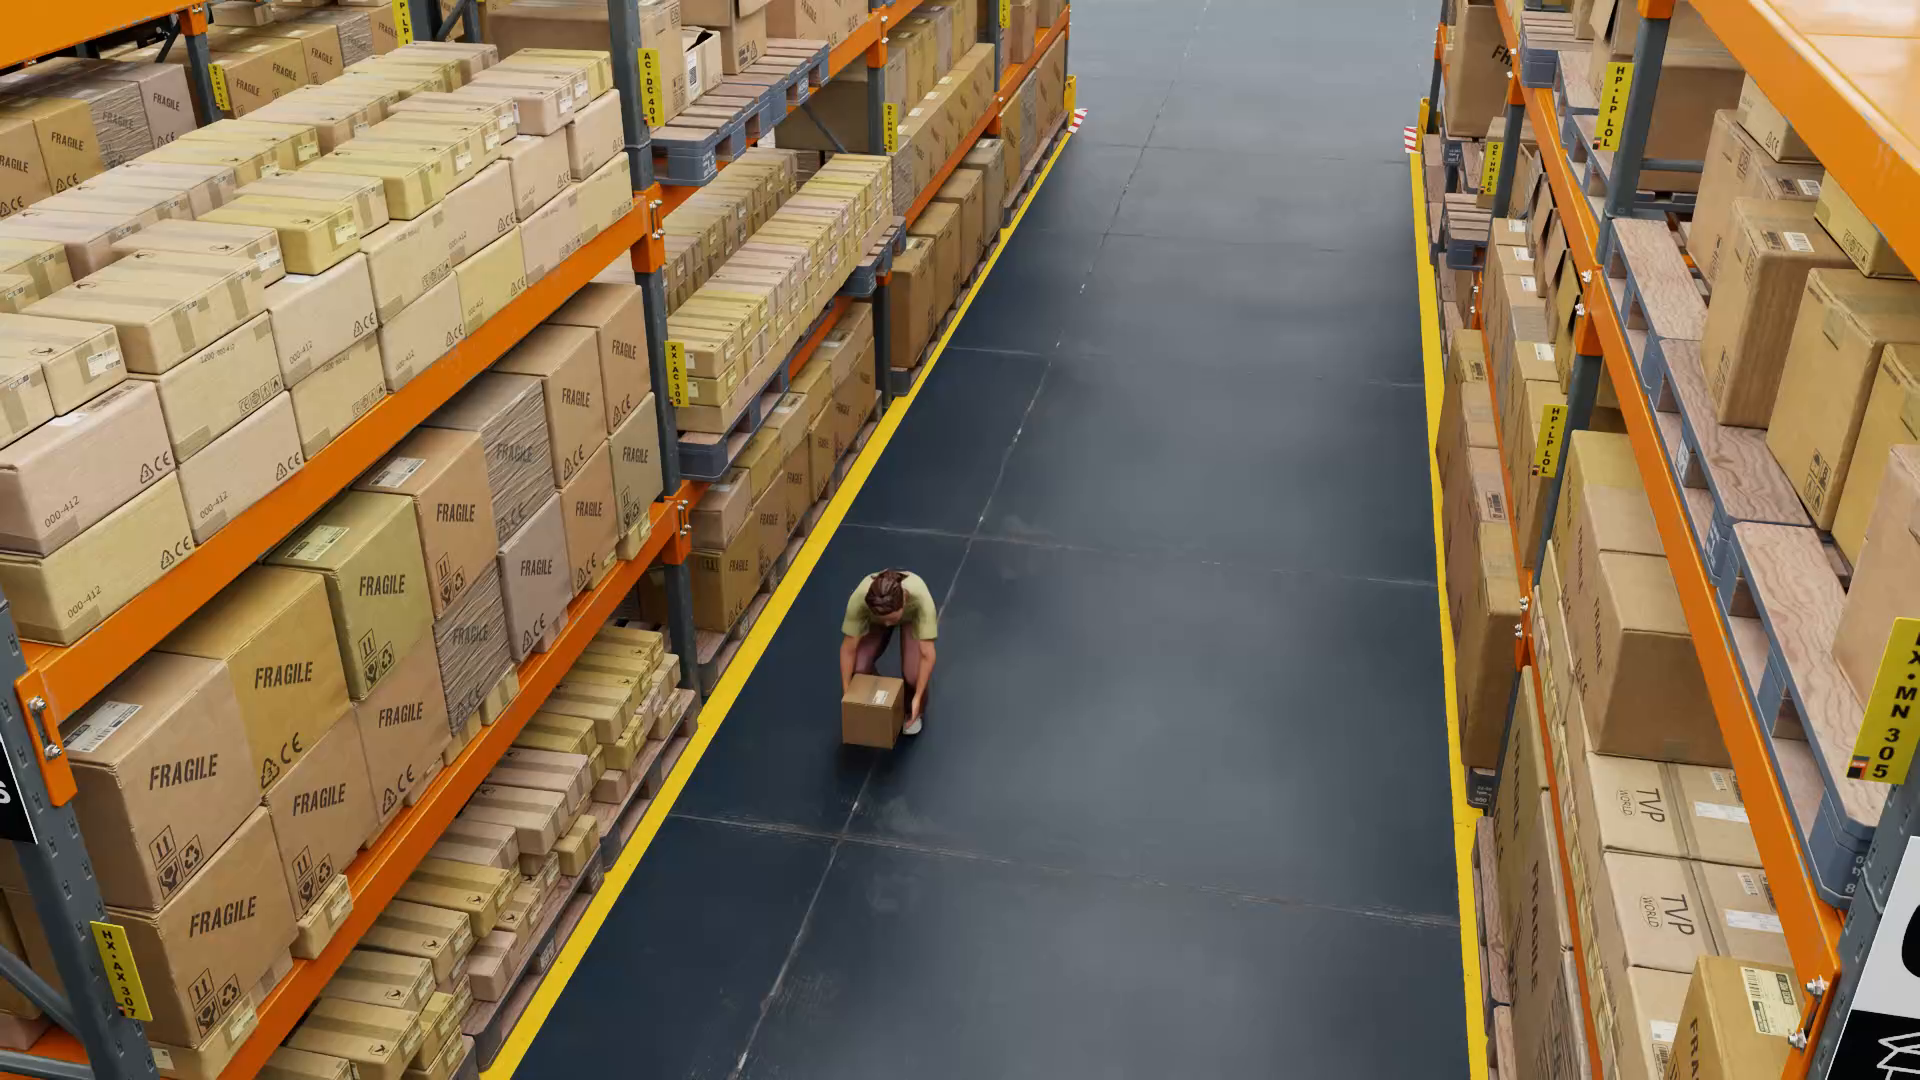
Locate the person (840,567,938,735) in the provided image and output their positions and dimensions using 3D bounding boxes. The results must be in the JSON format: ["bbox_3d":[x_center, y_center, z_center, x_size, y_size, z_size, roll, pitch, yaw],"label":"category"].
[{"bbox_3d":[-0.323,0.505,8.373,0.497,1.028,0.763,6,29,11],"label":"person"}]
